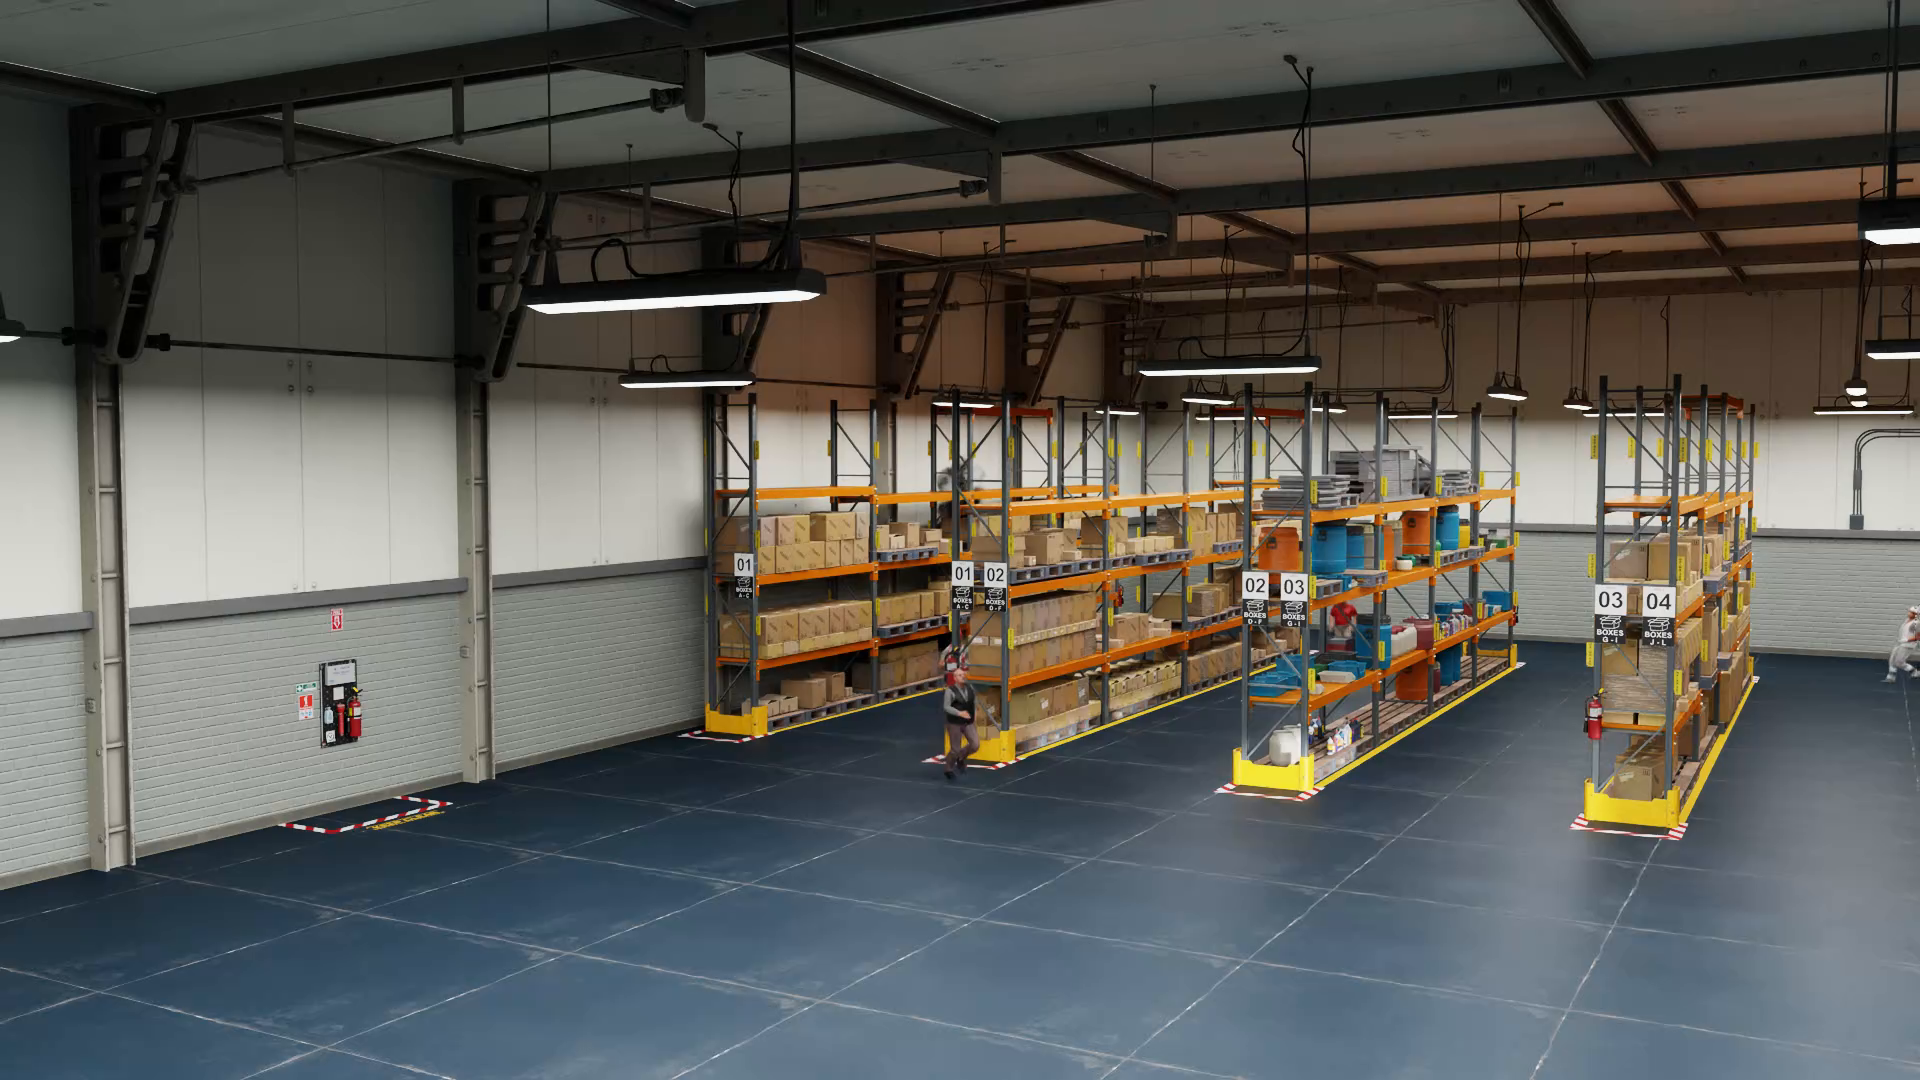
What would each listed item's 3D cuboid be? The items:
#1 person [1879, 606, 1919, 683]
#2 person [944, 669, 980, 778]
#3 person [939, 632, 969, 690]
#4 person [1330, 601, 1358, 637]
[{"bbox_3d":[20.084,2.245,35.371,0.741,1.713,0.754,1,3,14],"label":"person"},{"bbox_3d":[0.047,2.793,25.249,0.687,1.674,0.736,-2,4,-31],"label":"person"},{"bbox_3d":[-0.056,2.487,29.621,0.666,1.763,0.985,1,3,22],"label":"person"},{"bbox_3d":[8.942,2.086,38.760,0.654,1.679,0.631,1,3,20],"label":"person"}]
